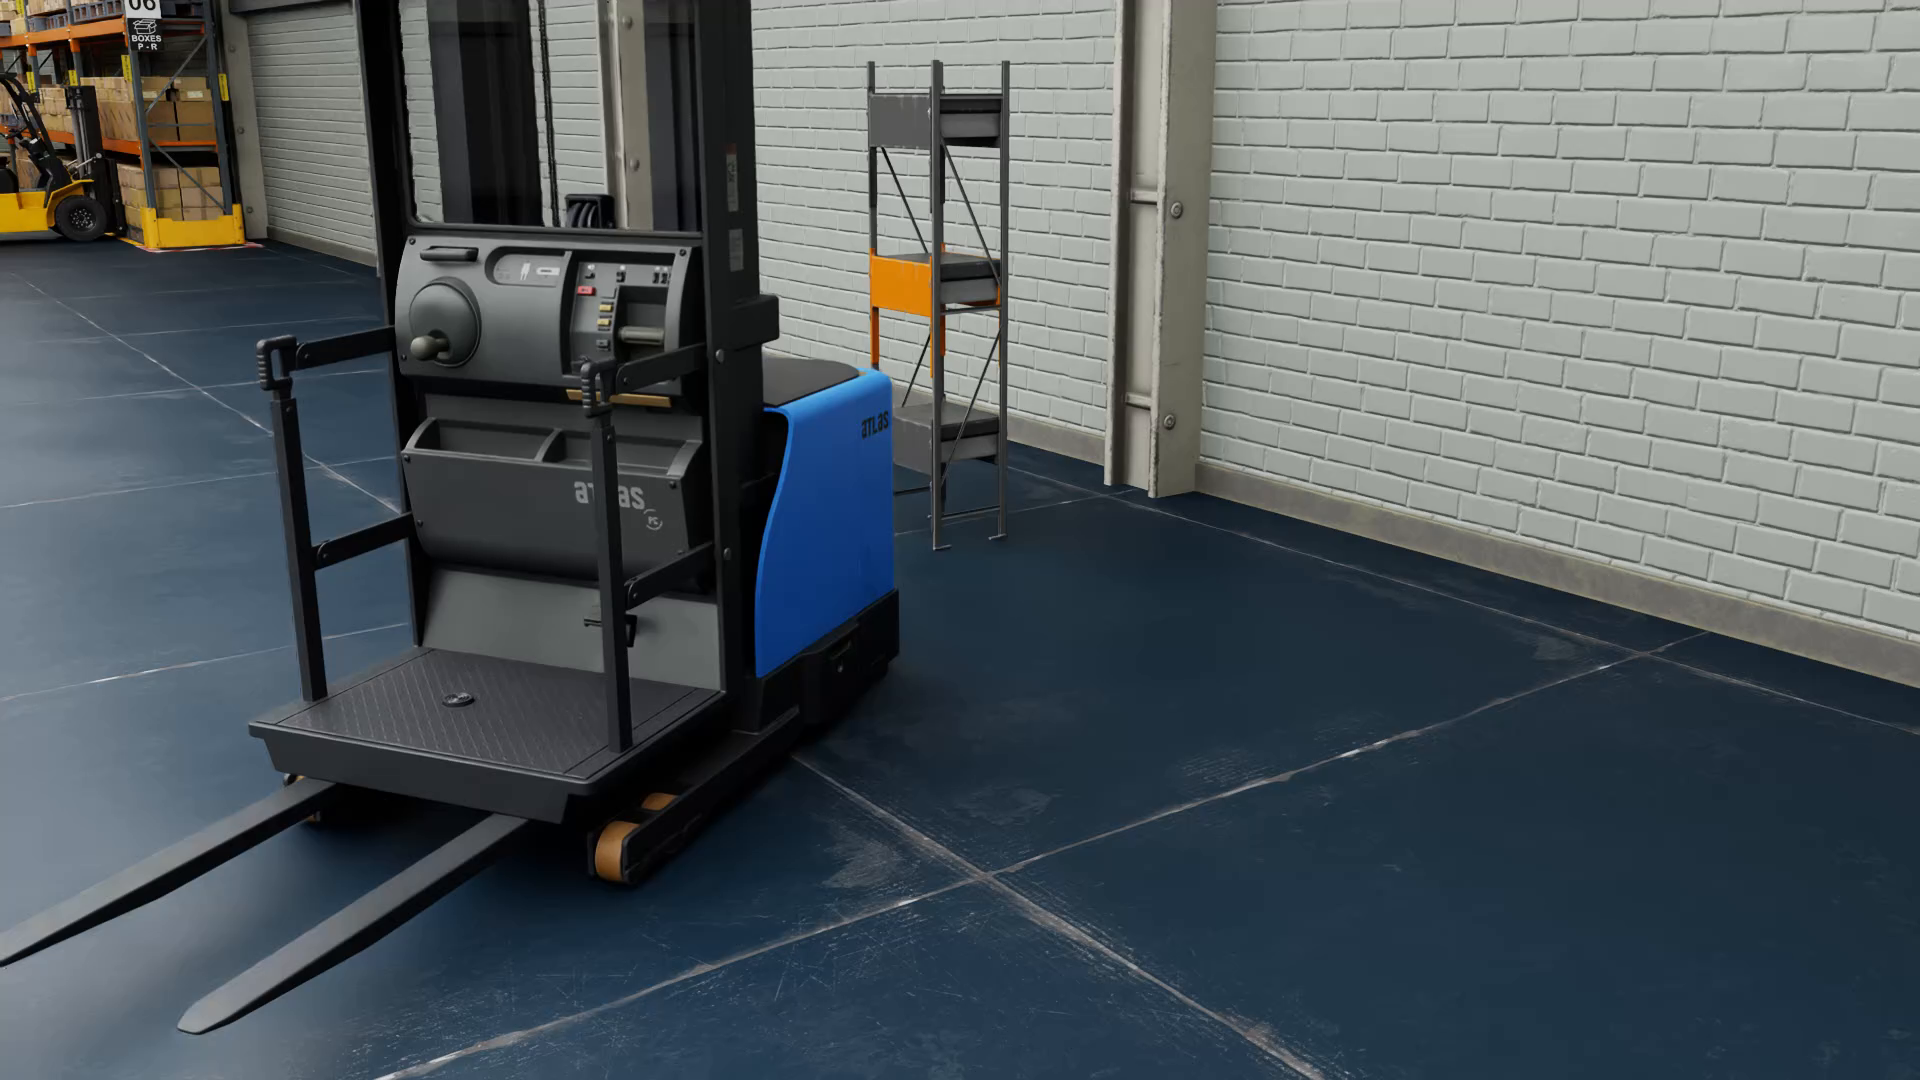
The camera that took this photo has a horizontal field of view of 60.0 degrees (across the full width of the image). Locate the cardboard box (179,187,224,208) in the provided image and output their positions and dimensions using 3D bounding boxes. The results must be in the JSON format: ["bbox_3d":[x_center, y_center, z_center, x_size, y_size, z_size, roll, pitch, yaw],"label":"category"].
[{"bbox_3d":[-10.026,-4.527,21.901,0.500,0.250,0.500,-10,18,-34],"label":"cardboard box"}]

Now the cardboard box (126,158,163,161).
[{"bbox_3d":[-11.824,-5.415,24.197,0.500,0.250,0.500,-10,18,-33],"label":"cardboard box"}]

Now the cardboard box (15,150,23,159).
[{"bbox_3d":[-16.978,-7.031,30.295,0.380,0.149,0.250,-10,18,-32],"label":"cardboard box"}]

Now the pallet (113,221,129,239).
[{"bbox_3d":[-11.114,-4.349,23.067,1.003,0.211,1.213,-11,19,-35],"label":"pallet"}]

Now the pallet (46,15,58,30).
[{"bbox_3d":[-13.490,-7.972,25.696,1.003,0.211,1.213,-10,18,-32],"label":"pallet"}]

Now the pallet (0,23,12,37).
[{"bbox_3d":[-16.034,-8.825,28.810,1.213,0.211,1.003,-11,19,-35],"label":"pallet"}]

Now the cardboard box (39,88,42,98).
[{"bbox_3d":[-14.672,-7.233,26.902,0.380,0.149,0.250,-10,18,-33],"label":"cardboard box"}]

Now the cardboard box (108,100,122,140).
[{"bbox_3d":[-11.018,-5.611,22.206,0.500,0.500,0.500,-11,19,-36],"label":"cardboard box"}]

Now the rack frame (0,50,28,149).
[{"bbox_3d":[-19.325,-8.694,33.658,1.000,3.000,0.127,-11,19,-35],"label":"rack frame"}]

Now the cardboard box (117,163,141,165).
[{"bbox_3d":[-11.342,-5.009,22.715,0.500,0.250,0.500,-11,19,-36],"label":"cardboard box"}]

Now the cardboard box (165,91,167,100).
[{"bbox_3d":[-10.248,-5.849,21.846,0.380,0.149,0.250,-11,19,-36],"label":"cardboard box"}]

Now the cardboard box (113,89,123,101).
[{"bbox_3d":[-10.957,-5.888,21.989,0.380,0.149,0.250,-12,19,-36],"label":"cardboard box"}]

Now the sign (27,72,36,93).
[{"bbox_3d":[-15.055,-7.419,26.959,0.100,0.325,0.005,-11,19,-35],"label":"sign"}]

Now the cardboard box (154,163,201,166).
[{"bbox_3d":[-10.629,-4.982,22.617,0.500,0.250,0.500,-11,19,-35],"label":"cardboard box"}]

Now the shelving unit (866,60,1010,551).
[{"bbox_3d":[-0.097,-1.048,7.428,0.431,2.100,0.503,-11,19,-35],"label":"shelving unit"}]

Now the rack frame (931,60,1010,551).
[{"bbox_3d":[0.046,-0.996,7.238,0.400,2.100,0.015,-11,19,-35],"label":"rack frame"}]

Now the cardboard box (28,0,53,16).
[{"bbox_3d":[-14.393,-8.539,26.235,0.500,0.500,0.500,-11,19,-34],"label":"cardboard box"}]

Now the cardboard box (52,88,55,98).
[{"bbox_3d":[-13.905,-6.959,25.901,0.380,0.149,0.250,-10,18,-33],"label":"cardboard box"}]

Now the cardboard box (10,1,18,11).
[{"bbox_3d":[-15.676,-8.947,27.865,0.380,0.149,0.250,-11,19,-36],"label":"cardboard box"}]

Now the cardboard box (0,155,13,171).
[{"bbox_3d":[-17.961,-7.135,31.902,0.700,0.500,0.500,-12,19,-37],"label":"cardboard box"}]

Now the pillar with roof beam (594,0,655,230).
[{"bbox_3d":[-6.025,-5.229,9.633,9.100,9.000,0.400,-11,19,-35],"label":"pillar with roof beam"}]

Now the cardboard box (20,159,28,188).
[{"bbox_3d":[-16.550,-6.586,29.897,0.500,0.500,0.500,-11,19,-35],"label":"cardboard box"}]

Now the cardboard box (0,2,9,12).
[{"bbox_3d":[-16.199,-9.108,28.416,0.380,0.149,0.250,-11,19,-34],"label":"cardboard box"}]

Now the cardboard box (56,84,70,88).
[{"bbox_3d":[-14.798,-7.370,27.838,0.500,0.500,0.500,-10,18,-32],"label":"cardboard box"}]

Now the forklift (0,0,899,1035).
[{"bbox_3d":[-1.230,-0.644,4.378,1.130,2.935,3.031,6,16,21],"label":"forklift"}]

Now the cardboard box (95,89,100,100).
[{"bbox_3d":[-11.727,-6.157,22.970,0.380,0.149,0.250,-11,19,-35],"label":"cardboard box"}]

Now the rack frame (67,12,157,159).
[{"bbox_3d":[-12.269,-6.131,24.296,1.000,3.000,0.127,-11,19,-35],"label":"rack frame"}]

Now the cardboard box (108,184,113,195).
[{"bbox_3d":[-11.355,-4.773,22.799,0.500,0.250,0.500,-11,19,-35],"label":"cardboard box"}]

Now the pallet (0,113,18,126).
[{"bbox_3d":[-16.592,-7.559,29.877,1.003,0.211,1.213,-11,19,-35],"label":"pallet"}]

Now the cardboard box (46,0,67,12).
[{"bbox_3d":[-13.344,-8.066,24.868,0.500,0.311,0.500,-12,19,-36],"label":"cardboard box"}]

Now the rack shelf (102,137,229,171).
[{"bbox_3d":[-11.094,-5.357,22.830,1.077,0.370,4.000,-11,19,-35],"label":"rack shelf"}]

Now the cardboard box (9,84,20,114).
[{"bbox_3d":[-16.104,-7.674,28.948,0.700,0.500,0.500,-11,19,-35],"label":"cardboard box"}]

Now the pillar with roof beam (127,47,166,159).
[{"bbox_3d":[-16.608,-9.072,23.677,9.100,9.000,0.400,-11,19,-35],"label":"pillar with roof beam"}]

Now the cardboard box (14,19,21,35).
[{"bbox_3d":[-15.416,-8.539,27.695,0.500,0.250,0.500,-11,19,-34],"label":"cardboard box"}]

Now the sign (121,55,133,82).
[{"bbox_3d":[-10.365,-5.869,20.694,0.100,0.325,0.005,-11,19,-35],"label":"sign"}]

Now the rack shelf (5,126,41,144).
[{"bbox_3d":[-15.797,-7.065,29.072,1.077,0.370,4.000,-11,19,-35],"label":"rack shelf"}]

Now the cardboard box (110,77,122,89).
[{"bbox_3d":[-10.974,-6.028,21.937,0.380,0.149,0.250,-10,18,-33],"label":"cardboard box"}]

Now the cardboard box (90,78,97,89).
[{"bbox_3d":[-11.870,-6.356,23.135,0.380,0.149,0.250,-10,18,-33],"label":"cardboard box"}]

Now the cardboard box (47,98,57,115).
[{"bbox_3d":[-13.972,-6.800,26.075,0.500,0.250,0.500,-11,19,-36],"label":"cardboard box"}]

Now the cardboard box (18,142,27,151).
[{"bbox_3d":[-16.786,-7.127,30.080,0.380,0.149,0.250,-12,19,-37],"label":"cardboard box"}]

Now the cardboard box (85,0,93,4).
[{"bbox_3d":[-11.642,-7.400,22.518,0.396,0.266,0.258,-11,19,-36],"label":"cardboard box"}]

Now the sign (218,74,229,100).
[{"bbox_3d":[-9.465,-5.818,21.360,0.100,0.325,0.005,-11,19,-35],"label":"sign"}]

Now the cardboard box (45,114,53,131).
[{"bbox_3d":[-14.266,-6.672,26.556,0.500,0.250,0.500,-11,19,-36],"label":"cardboard box"}]

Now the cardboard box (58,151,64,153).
[{"bbox_3d":[-15.924,-6.892,29.785,0.380,0.149,0.250,-10,18,-33],"label":"cardboard box"}]

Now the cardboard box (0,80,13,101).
[{"bbox_3d":[-18.394,-8.668,31.862,0.500,0.500,0.500,-10,18,-33],"label":"cardboard box"}]

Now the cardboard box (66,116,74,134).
[{"bbox_3d":[-13.078,-6.232,24.949,0.500,0.250,0.500,-11,19,-35],"label":"cardboard box"}]

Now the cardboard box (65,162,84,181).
[{"bbox_3d":[-13.479,-5.625,26.149,0.875,0.625,0.625,-12,19,-37],"label":"cardboard box"}]

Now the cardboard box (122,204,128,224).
[{"bbox_3d":[-11.021,-4.421,22.458,0.500,0.250,0.500,-11,19,-34],"label":"cardboard box"}]
